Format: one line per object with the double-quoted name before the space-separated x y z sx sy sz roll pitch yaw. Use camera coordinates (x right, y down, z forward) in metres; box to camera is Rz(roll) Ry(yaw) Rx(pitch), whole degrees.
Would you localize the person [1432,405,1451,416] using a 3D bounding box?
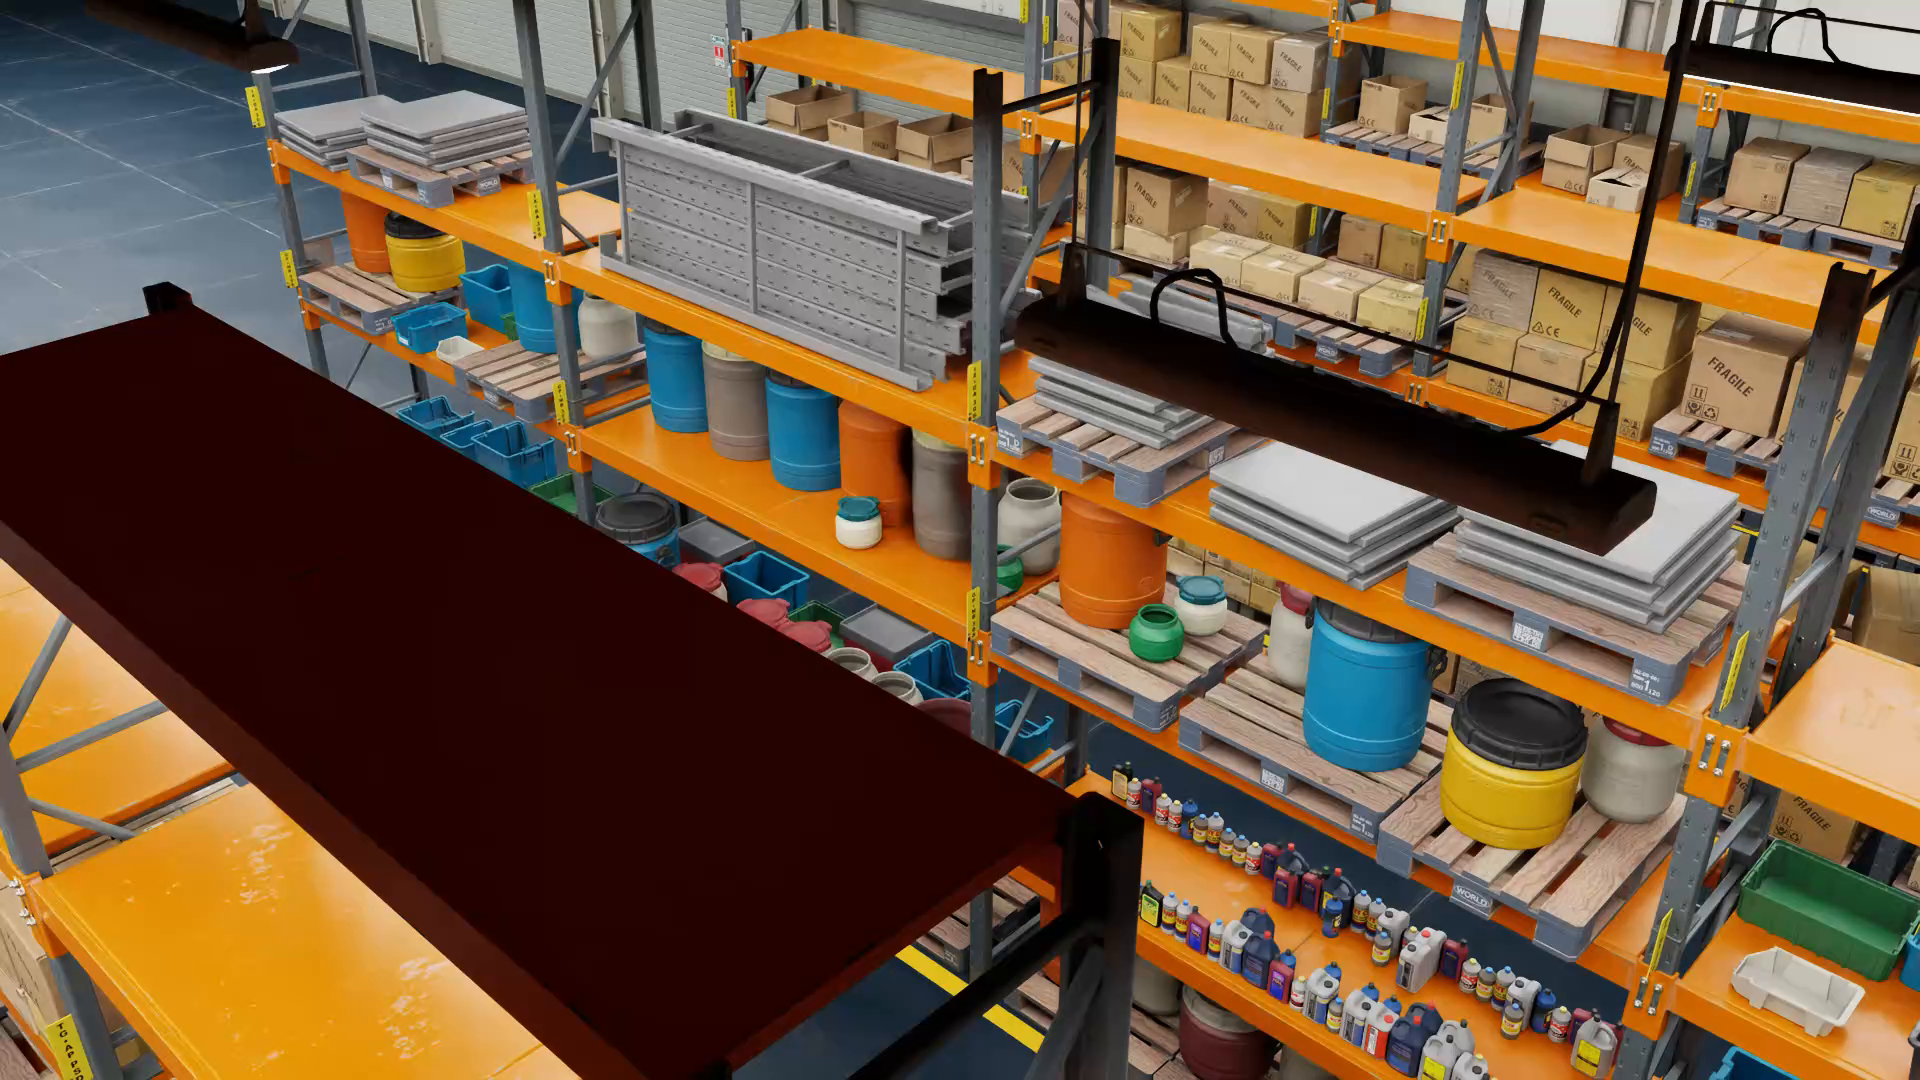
"person" 4.283 -0.508 15.547 0.566 1.601 0.446 -6 30 -11
